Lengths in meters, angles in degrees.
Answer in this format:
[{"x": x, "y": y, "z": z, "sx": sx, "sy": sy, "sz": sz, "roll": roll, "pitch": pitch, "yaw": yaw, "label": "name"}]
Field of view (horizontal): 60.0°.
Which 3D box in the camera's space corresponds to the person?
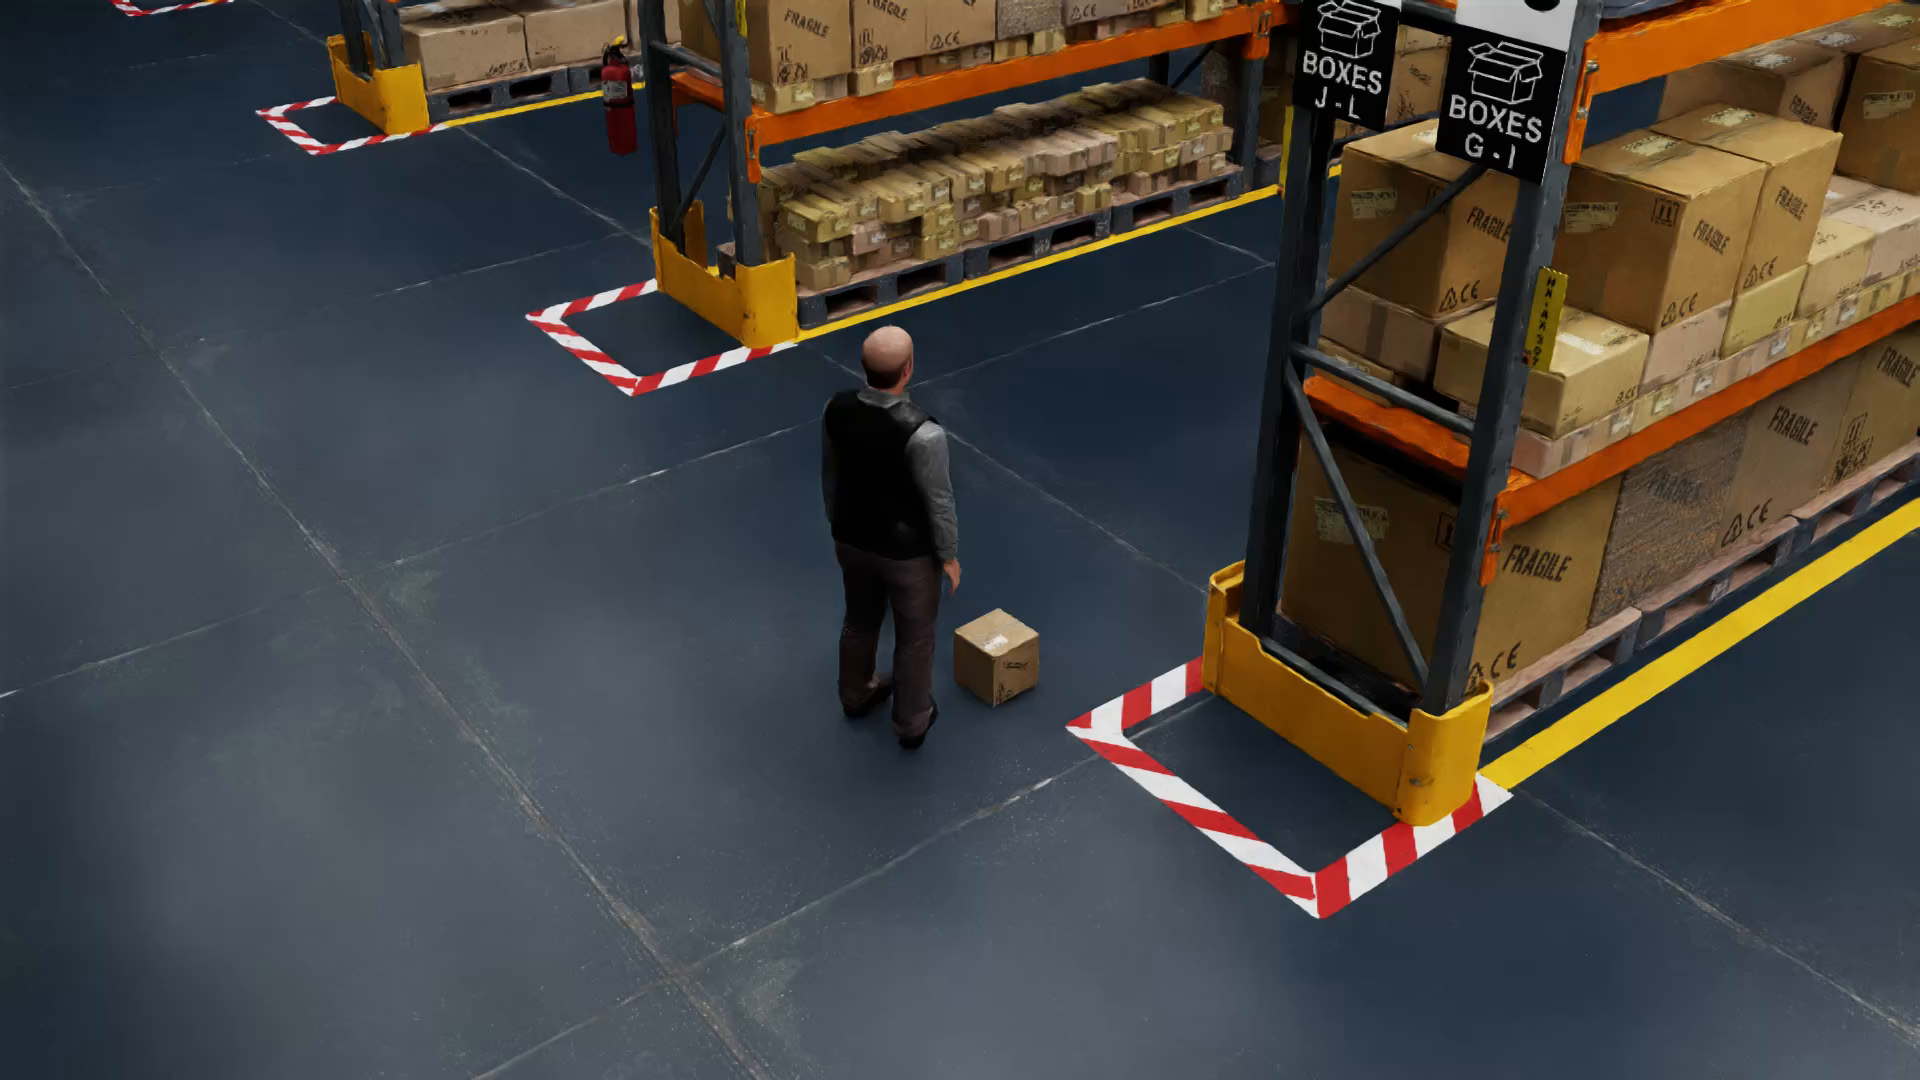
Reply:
[{"x": -0.226, "y": -0.002, "z": 6.143, "sx": 0.563, "sy": 1.730, "sz": 0.423, "roll": 19, "pitch": 37, "yaw": 28, "label": "person"}]
